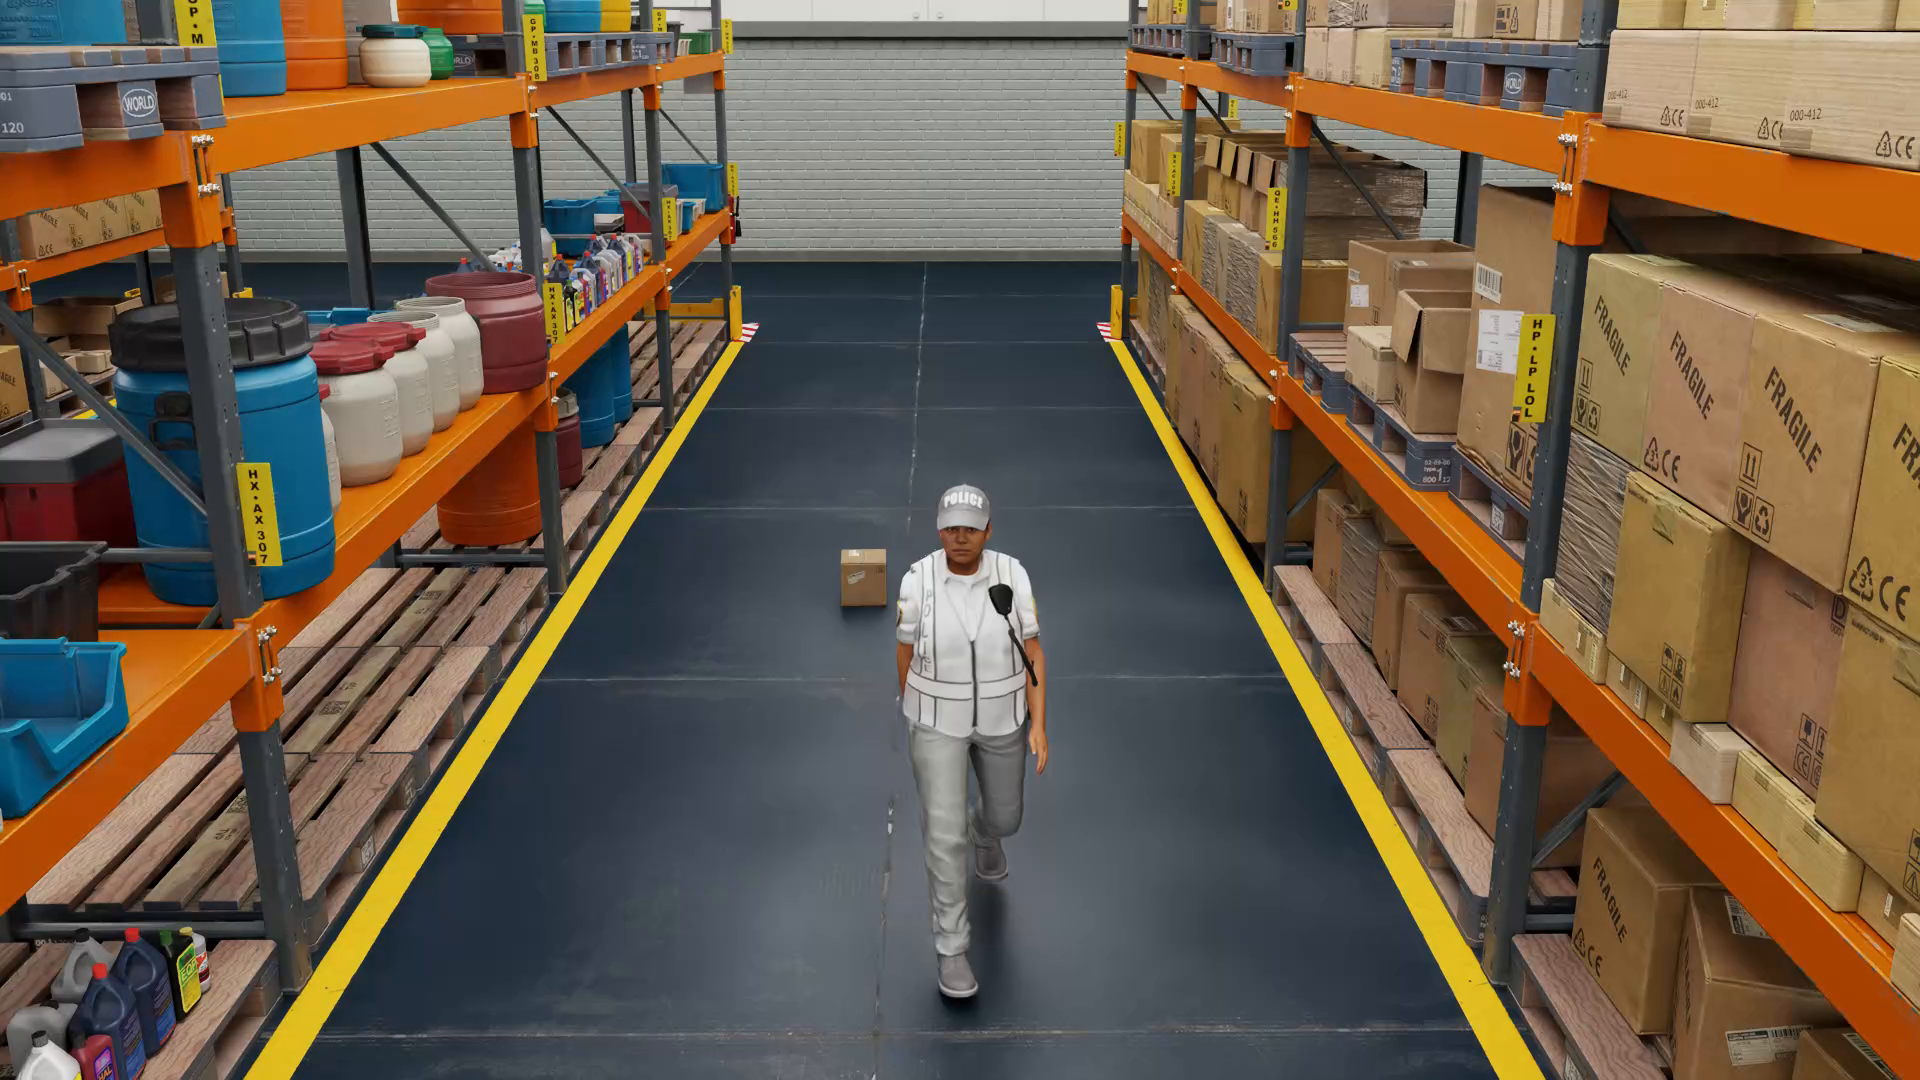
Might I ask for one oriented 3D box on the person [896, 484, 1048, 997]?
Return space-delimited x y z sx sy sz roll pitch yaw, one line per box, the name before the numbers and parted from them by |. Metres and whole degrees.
person | 0.035 0.593 5.601 0.480 1.617 0.931 -3 17 -8
